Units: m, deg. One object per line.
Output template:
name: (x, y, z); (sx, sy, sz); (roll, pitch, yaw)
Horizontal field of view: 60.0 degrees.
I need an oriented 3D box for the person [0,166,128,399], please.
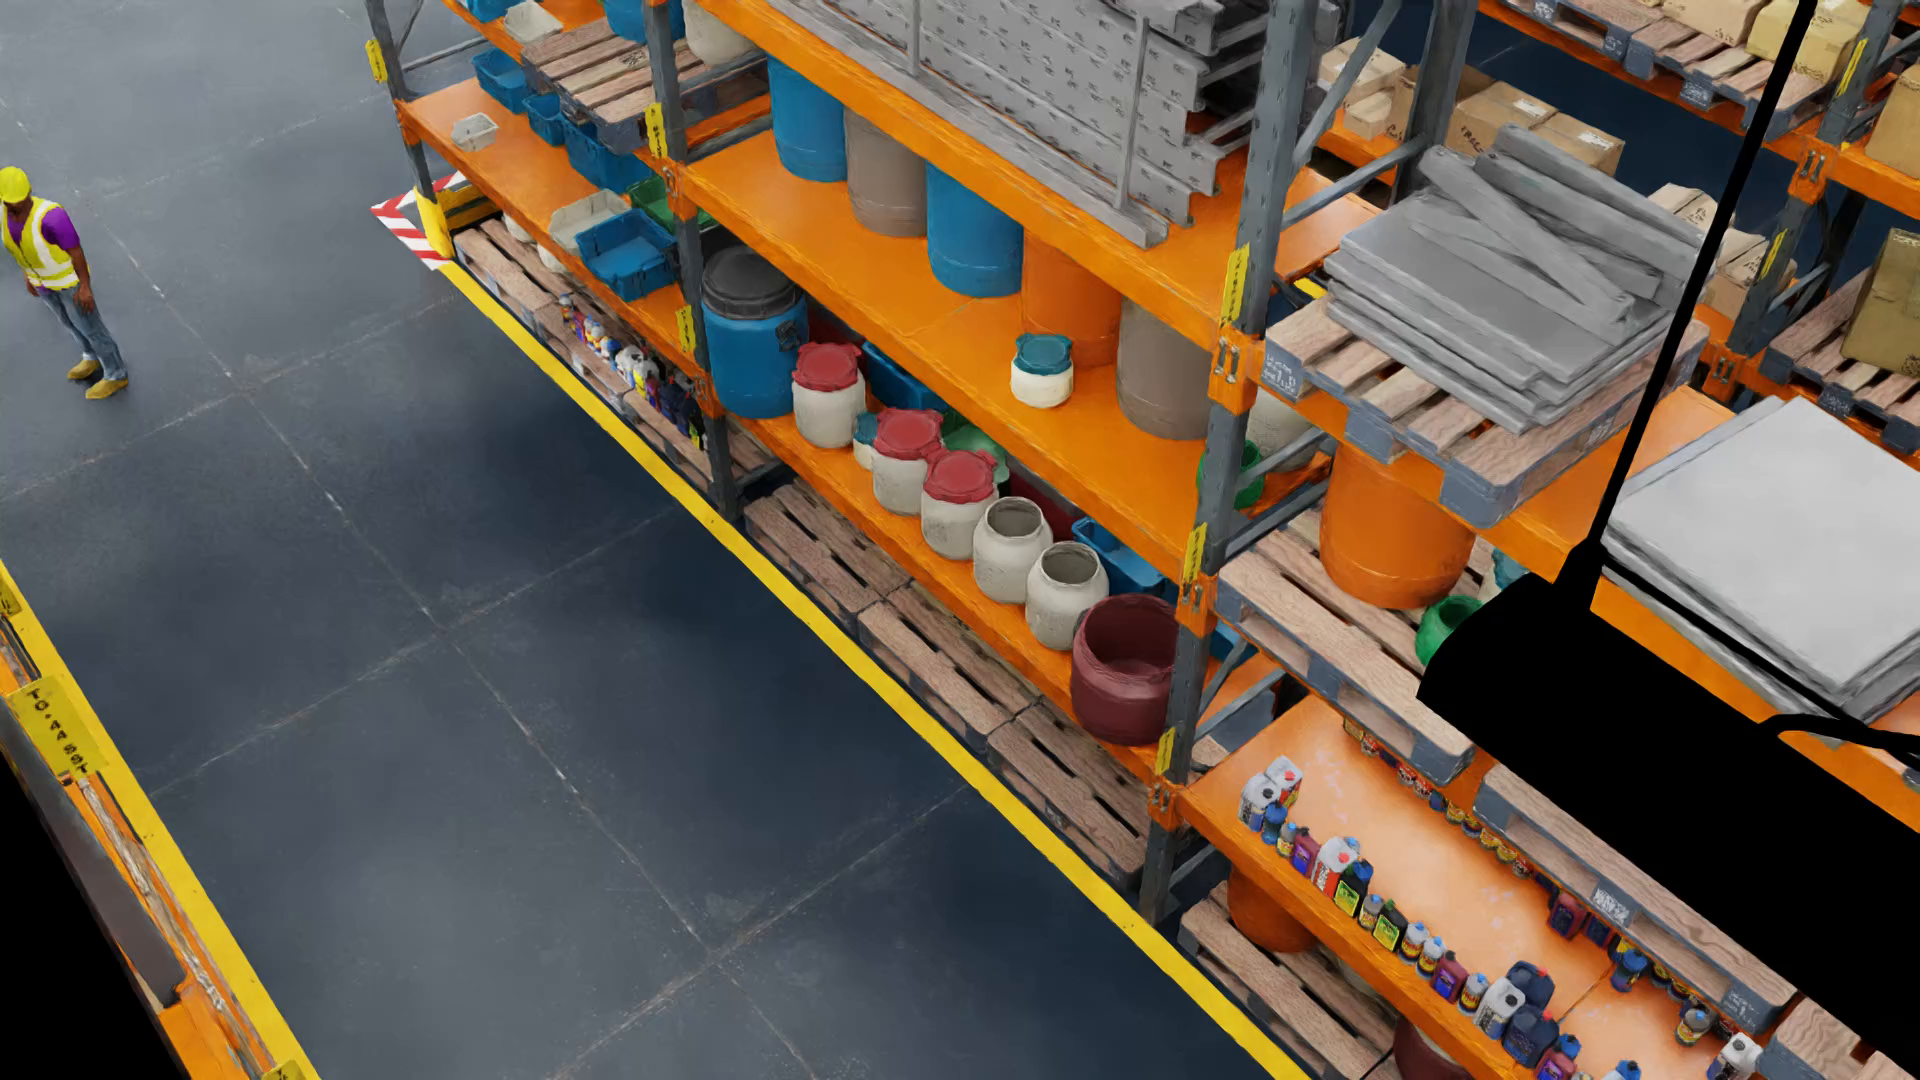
person: (-6.223, -1.766, 11.418); (0.632, 1.768, 0.453); (16, 49, 14)
